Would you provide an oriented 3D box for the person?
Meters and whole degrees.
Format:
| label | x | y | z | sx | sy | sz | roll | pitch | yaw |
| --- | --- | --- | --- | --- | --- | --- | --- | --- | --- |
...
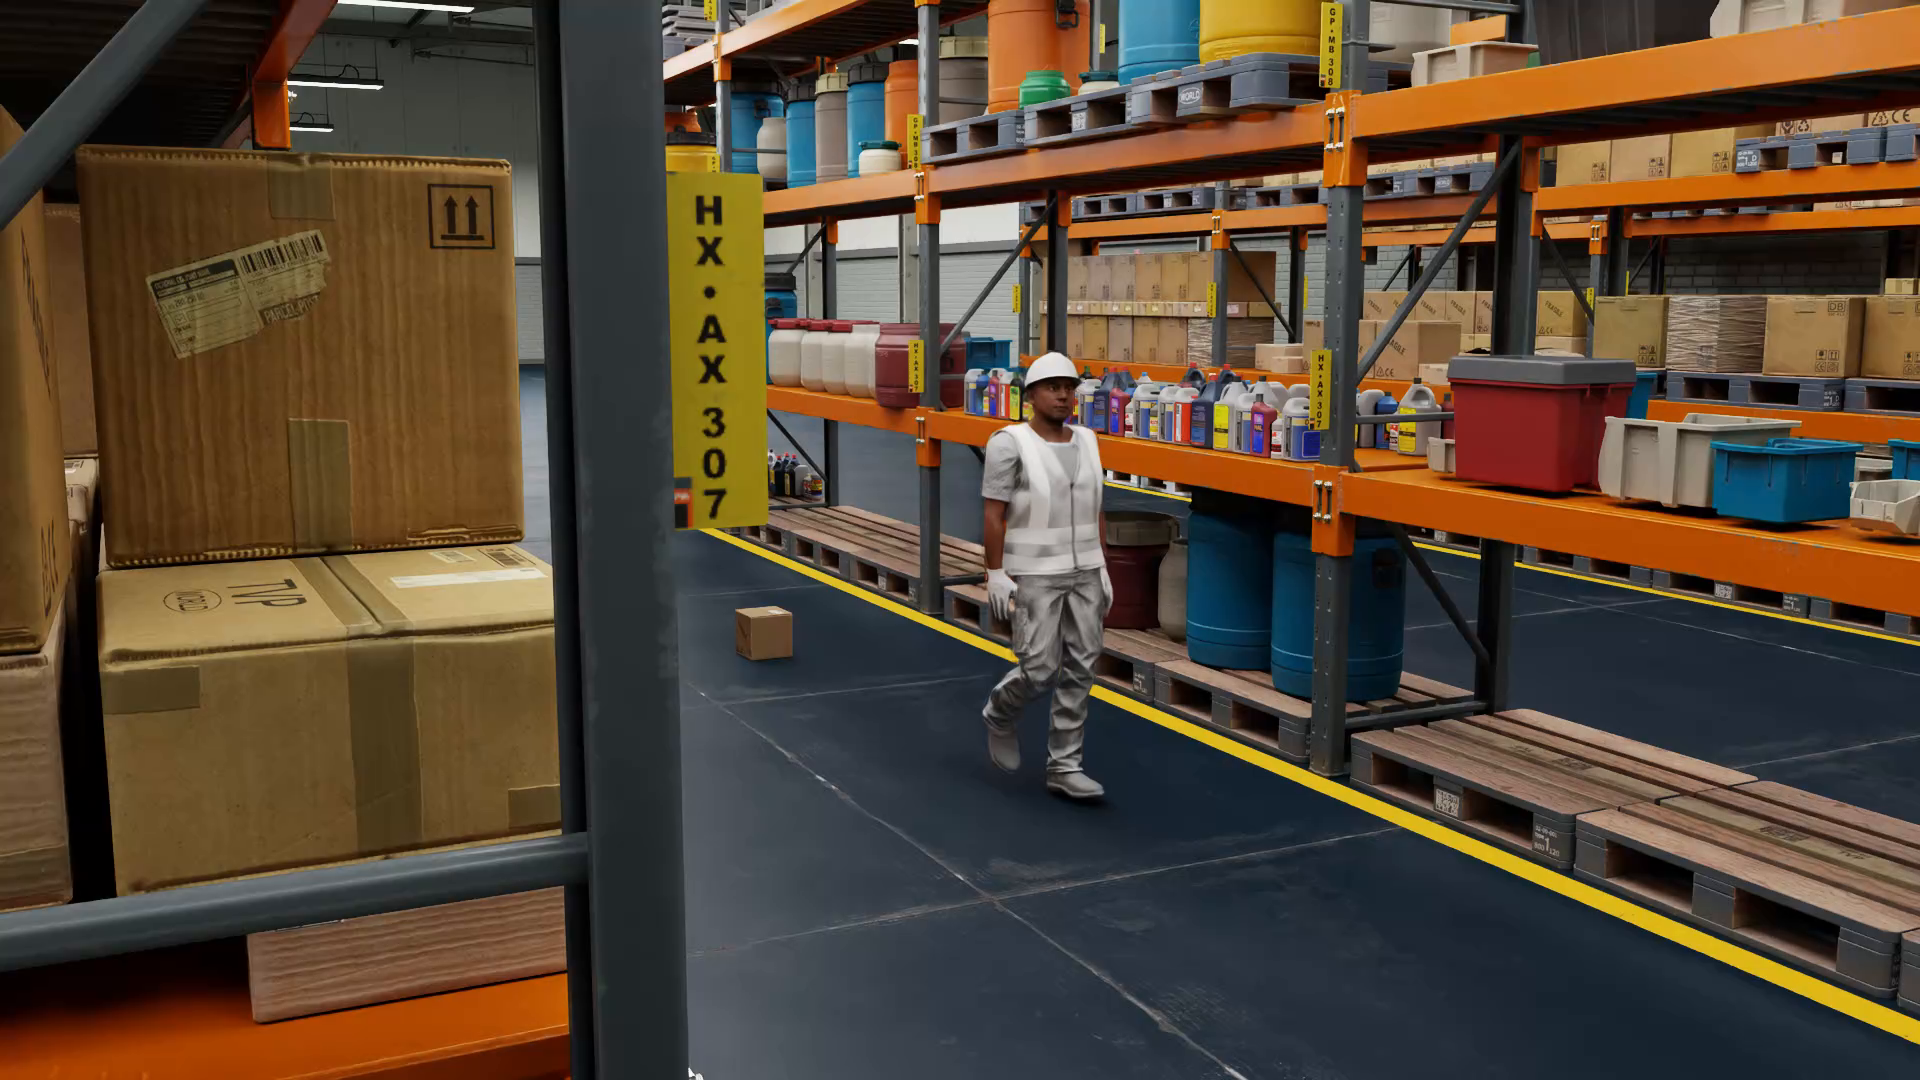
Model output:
| label | x | y | z | sx | sy | sz | roll | pitch | yaw |
| --- | --- | --- | --- | --- | --- | --- | --- | --- | --- |
| person | 0.353 | 0.107 | 6.704 | 0.556 | 1.719 | 0.476 | -5 | 10 | -31 |
